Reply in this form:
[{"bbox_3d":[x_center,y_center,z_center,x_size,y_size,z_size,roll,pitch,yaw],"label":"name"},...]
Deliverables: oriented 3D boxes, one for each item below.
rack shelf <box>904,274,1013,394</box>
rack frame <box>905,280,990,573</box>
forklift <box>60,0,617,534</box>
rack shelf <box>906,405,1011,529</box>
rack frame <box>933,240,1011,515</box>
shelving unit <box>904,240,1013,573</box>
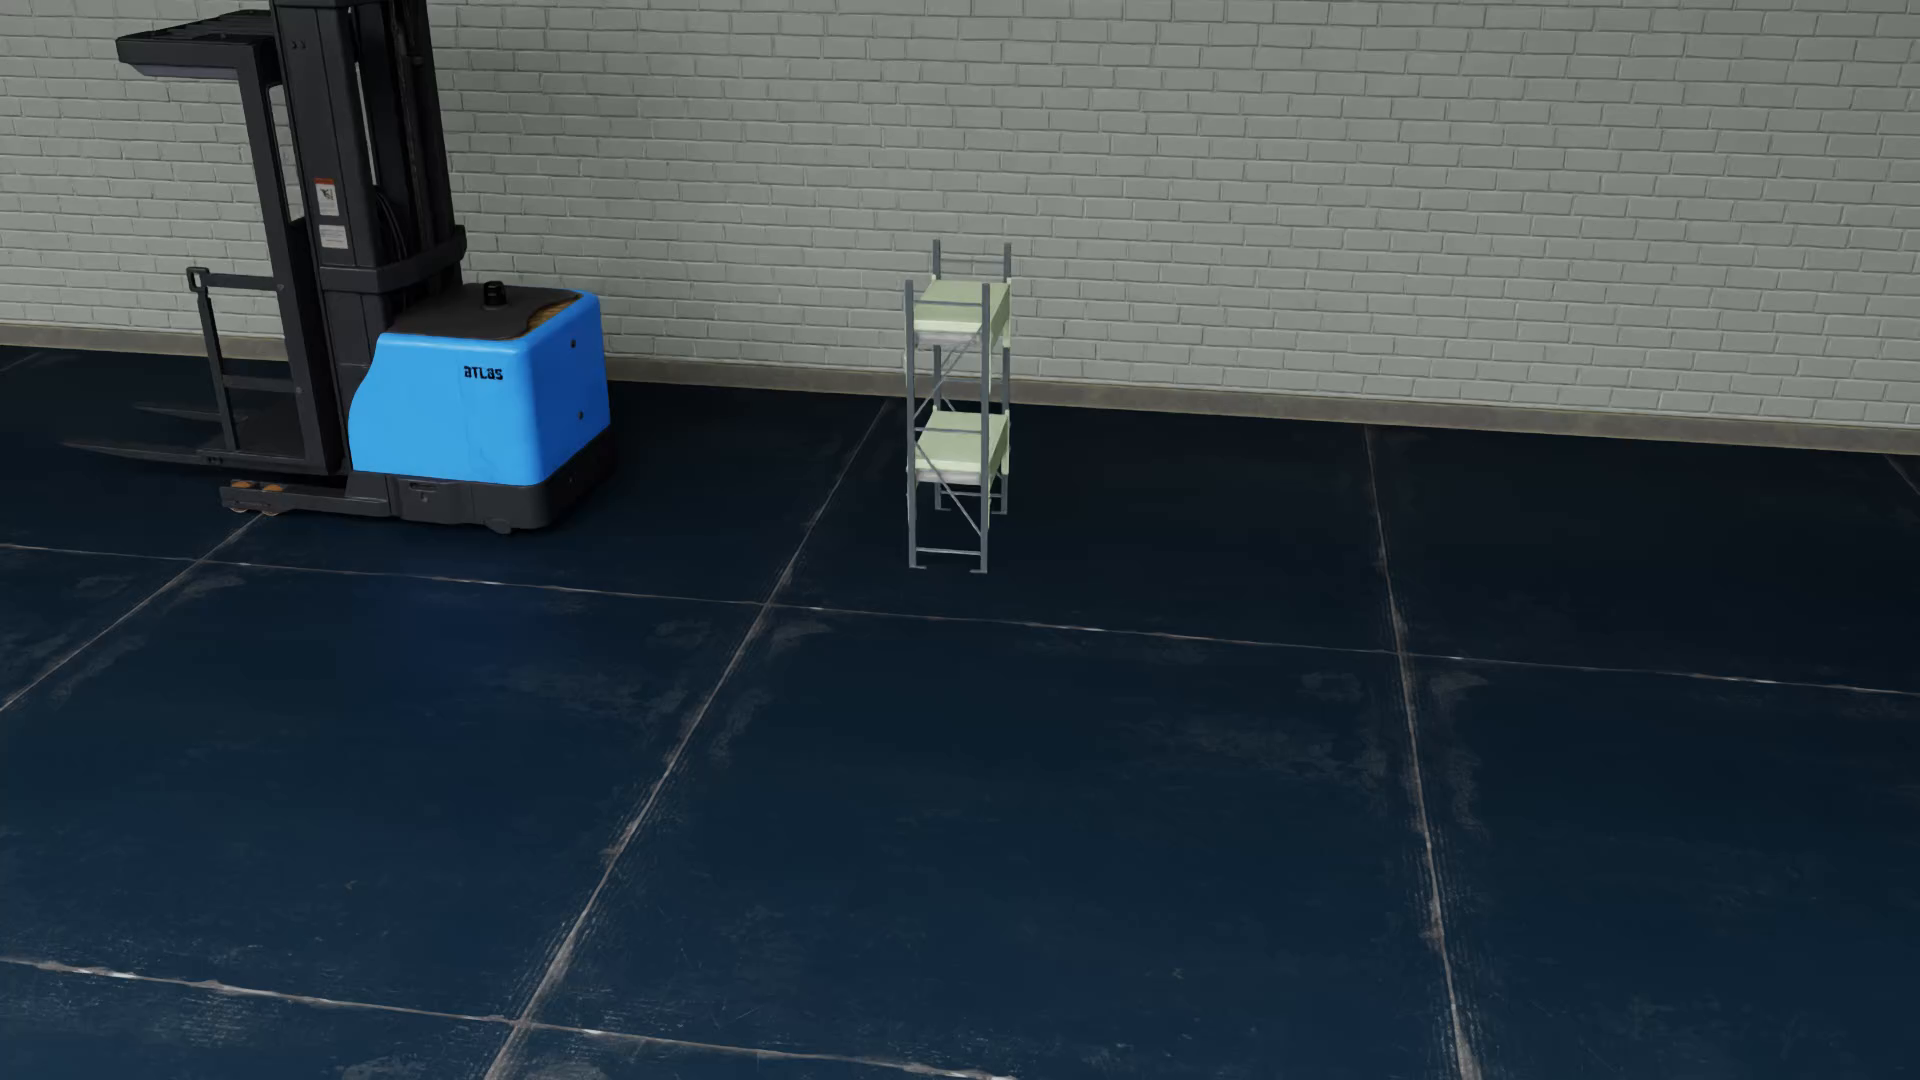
[{"bbox_3d":[0.001,-1.036,8.273,0.431,0.370,0.720,4,25,9],"label":"rack shelf"},{"bbox_3d":[-0.059,-0.529,8.111,0.400,1.500,0.023,4,25,9],"label":"rack frame"},{"bbox_3d":[-3.540,-1.670,8.860,3.031,2.935,1.130,6,26,12],"label":"forklift"},{"bbox_3d":[0.001,-0.387,8.576,0.431,0.370,0.720,4,25,9],"label":"rack shelf"},{"bbox_3d":[0.061,-0.835,8.765,0.400,1.500,0.023,4,25,9],"label":"rack frame"},{"bbox_3d":[0.001,-0.682,8.438,0.431,1.500,0.755,4,25,9],"label":"shelving unit"}]
